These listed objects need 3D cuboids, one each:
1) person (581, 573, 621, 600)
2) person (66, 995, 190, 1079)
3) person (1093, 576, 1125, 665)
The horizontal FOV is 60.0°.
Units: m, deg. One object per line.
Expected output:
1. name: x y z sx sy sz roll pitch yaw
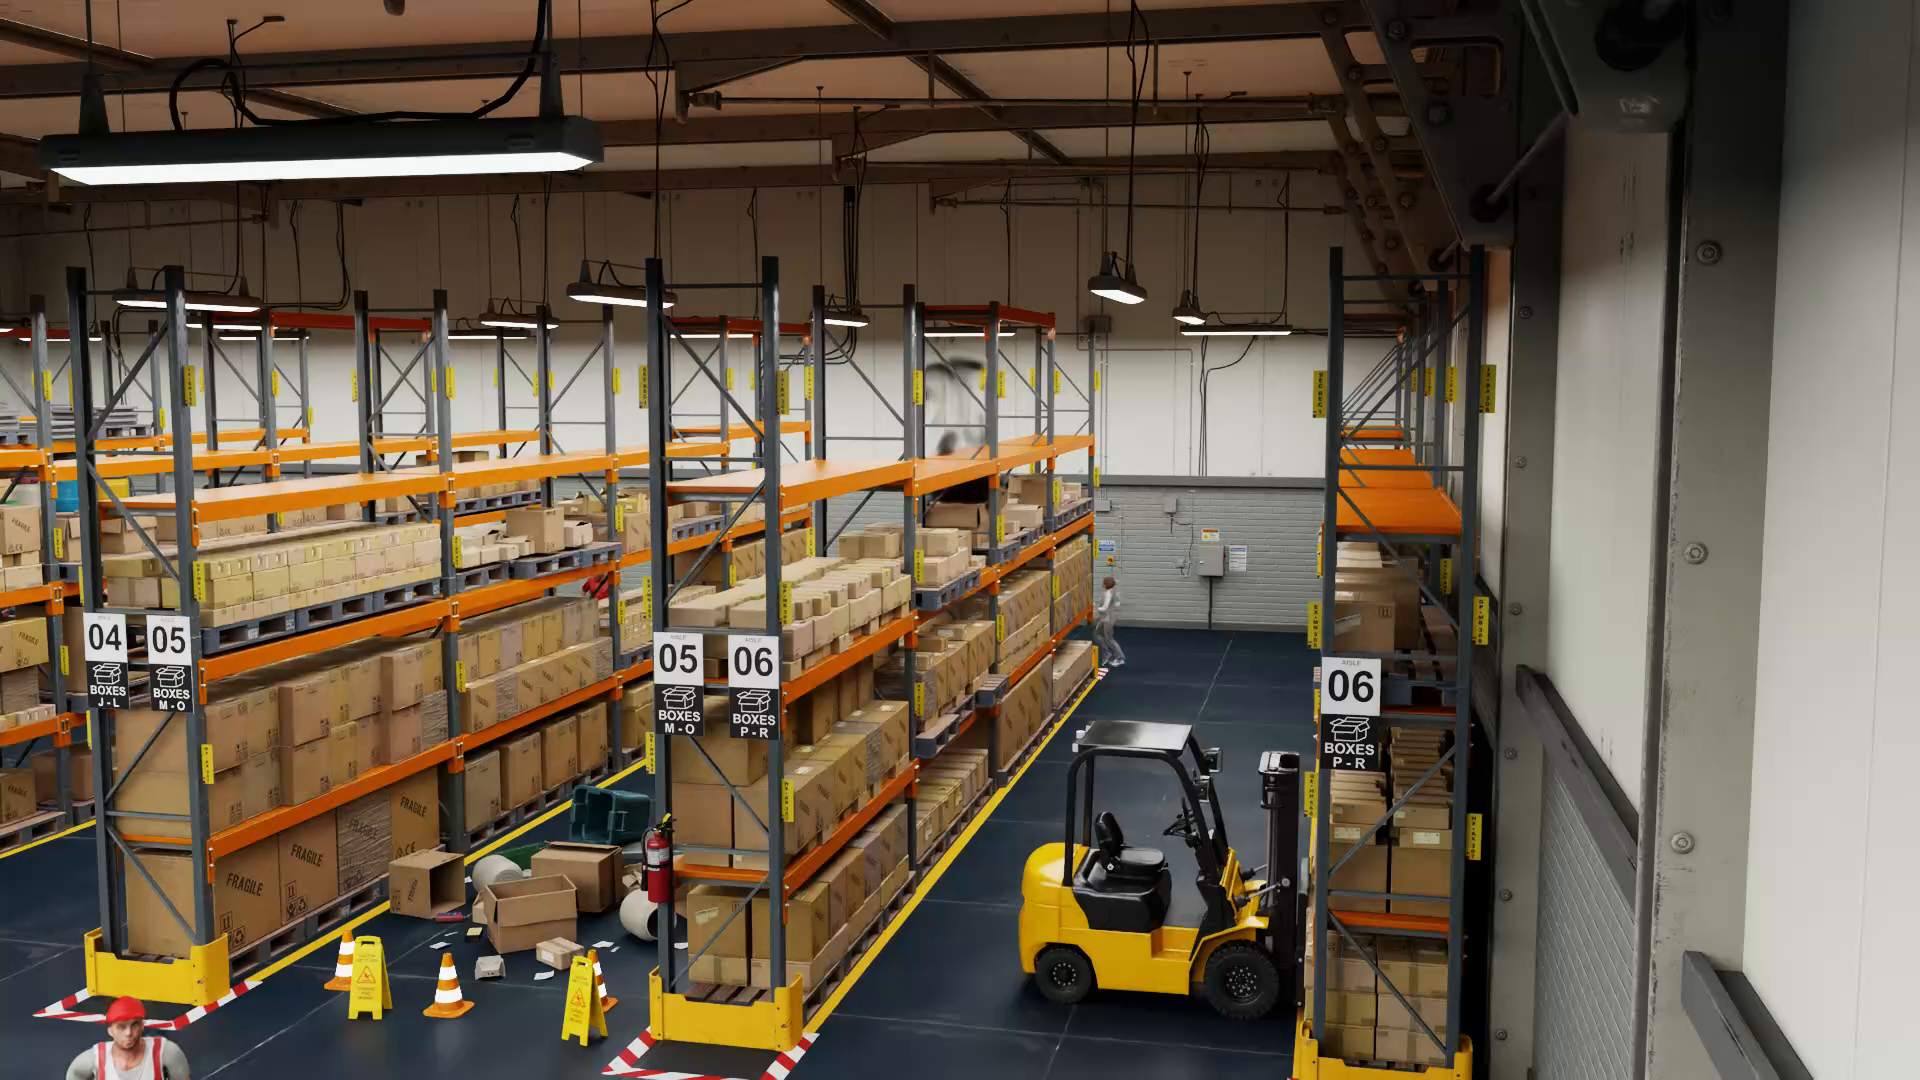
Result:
1. person: -6.469 1.298 29.938 0.684 1.720 0.849 -1 6 -11
2. person: -4.626 3.360 9.279 0.636 1.770 0.904 -3 7 -30
3. person: 2.570 1.424 29.115 0.662 1.592 0.506 0 6 4
